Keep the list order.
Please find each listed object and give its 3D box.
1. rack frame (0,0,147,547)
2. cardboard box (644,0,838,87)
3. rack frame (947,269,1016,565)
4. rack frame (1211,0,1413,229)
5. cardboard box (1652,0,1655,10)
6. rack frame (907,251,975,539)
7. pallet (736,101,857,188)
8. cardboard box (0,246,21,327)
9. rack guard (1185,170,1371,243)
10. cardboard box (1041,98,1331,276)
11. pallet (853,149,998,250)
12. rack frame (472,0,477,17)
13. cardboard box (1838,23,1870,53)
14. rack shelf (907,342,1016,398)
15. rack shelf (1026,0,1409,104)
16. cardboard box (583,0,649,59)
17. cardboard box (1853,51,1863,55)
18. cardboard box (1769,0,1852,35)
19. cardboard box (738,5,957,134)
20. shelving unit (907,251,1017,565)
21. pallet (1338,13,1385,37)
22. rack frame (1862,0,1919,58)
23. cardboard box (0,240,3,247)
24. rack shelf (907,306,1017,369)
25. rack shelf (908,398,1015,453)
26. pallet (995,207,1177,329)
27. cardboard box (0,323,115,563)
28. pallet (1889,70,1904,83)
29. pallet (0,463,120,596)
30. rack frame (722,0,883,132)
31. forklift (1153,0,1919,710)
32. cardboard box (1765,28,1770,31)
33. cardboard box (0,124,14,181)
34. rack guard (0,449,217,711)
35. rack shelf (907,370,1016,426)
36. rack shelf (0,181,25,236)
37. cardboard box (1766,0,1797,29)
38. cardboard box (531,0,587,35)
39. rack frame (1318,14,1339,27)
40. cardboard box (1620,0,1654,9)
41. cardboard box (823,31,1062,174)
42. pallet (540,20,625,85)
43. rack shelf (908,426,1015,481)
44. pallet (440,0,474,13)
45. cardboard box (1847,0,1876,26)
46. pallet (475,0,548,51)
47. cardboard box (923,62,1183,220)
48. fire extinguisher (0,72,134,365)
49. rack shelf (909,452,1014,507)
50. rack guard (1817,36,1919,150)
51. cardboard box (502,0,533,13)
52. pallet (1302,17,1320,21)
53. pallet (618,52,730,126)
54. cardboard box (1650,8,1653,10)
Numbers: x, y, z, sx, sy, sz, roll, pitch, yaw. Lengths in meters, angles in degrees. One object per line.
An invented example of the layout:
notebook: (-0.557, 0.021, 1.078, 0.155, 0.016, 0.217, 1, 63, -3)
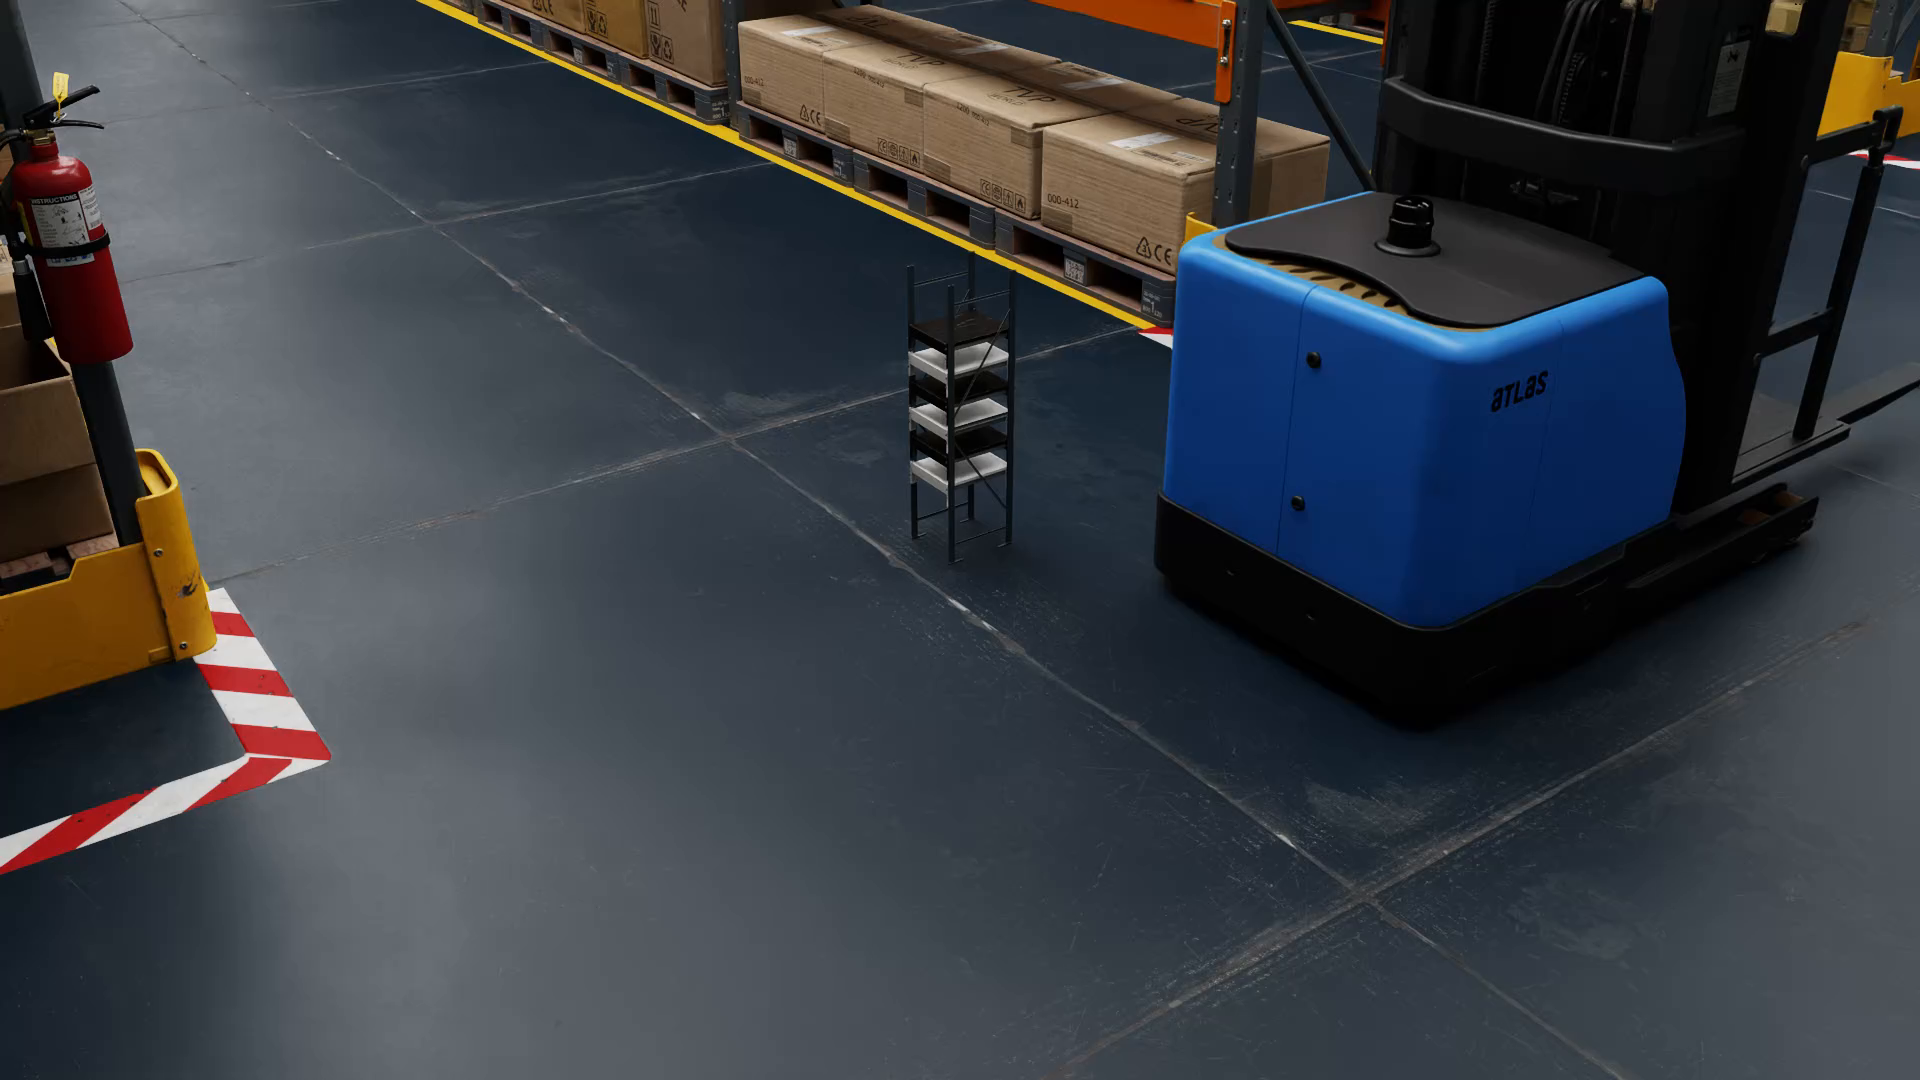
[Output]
rack frame: (-2.612, -0.890, 3.745, 1.000, 3.000, 0.127, -19, 34, -31)
cardboard box: (-1.316, -3.290, 9.951, 0.875, 0.875, 0.875, -18, 33, -29)
rack frame: (0.064, -0.353, 4.957, 0.240, 0.900, 0.006, -19, 34, -31)
rack frame: (1.429, -2.265, 6.278, 1.000, 3.000, 0.127, -19, 34, -31)
cardboard box: (4.438, -3.301, 10.109, 0.380, 0.149, 0.250, -20, 34, -33)
rack frame: (-0.054, -0.432, 5.102, 0.240, 0.900, 0.006, -19, 34, -31)
pallet: (-0.514, -2.278, 9.223, 1.003, 0.211, 1.213, -19, 34, -31)
cardboard box: (-3.354, -0.583, 5.359, 0.700, 0.500, 0.500, -17, 33, -29)
rack guard: (1.443, -1.157, 6.857, 1.175, 0.500, 0.348, -19, 34, -31)
cardboard box: (0.965, -1.553, 7.211, 0.875, 0.438, 0.875, -20, 34, -32)
pallet: (0.198, -1.803, 8.349, 1.003, 0.211, 1.213, -19, 34, -31)
rack frame: (-3.211, -5.375, 12.005, 1.000, 3.000, 0.127, -19, 34, -31)
cardboard box: (5.308, -3.012, 9.889, 0.380, 0.149, 0.250, -17, 33, -29)
rack shelf: (0.005, -0.521, 4.959, 0.258, 0.077, 0.200, -19, 34, -31)
rack shelf: (0.269, -2.727, 7.881, 1.077, 0.370, 4.000, -19, 34, -31)
cardboard box: (-1.846, -3.639, 10.594, 0.875, 0.875, 0.875, -18, 33, -29)
cardboard box: (5.359, -2.899, 9.992, 0.380, 0.149, 0.250, -18, 33, -30)
cardboard box: (4.889, -3.004, 9.562, 0.380, 0.149, 0.250, -18, 33, -30)
cardboard box: (-0.614, -2.605, 9.149, 0.875, 0.438, 0.875, -19, 34, -31)
shelving unit: (0.005, -0.392, 5.029, 0.258, 0.900, 0.210, -19, 34, -31)
pallet: (3.501, -3.753, 11.940, 1.003, 0.211, 1.213, -19, 34, -31)
rack frame: (5.403, -3.675, 8.874, 1.000, 3.000, 0.127, -19, 34, -31)
cardboard box: (-3.579, -0.816, 5.789, 0.500, 0.500, 0.500, -18, 33, -30)
rack shelf: (0.005, -0.600, 4.916, 0.258, 0.077, 0.200, -19, 34, -31)
rack shelf: (0.005, -0.363, 5.045, 0.258, 0.077, 0.200, -19, 34, -31)
pallet: (0.901, -1.329, 7.476, 1.003, 0.211, 1.213, -19, 34, -31)
cardboard box: (-2.890, -0.241, 4.727, 0.797, 0.503, 0.637, -20, 34, -33)
pallet: (4.916, -2.805, 10.193, 1.003, 0.211, 1.213, -19, 34, -31)
pallet: (-3.119, -0.003, 5.035, 1.003, 0.211, 1.213, -19, 34, -31)
rack frame: (-0.891, -3.820, 9.141, 1.000, 3.000, 0.127, -19, 34, -31)
forklift: (2.063, -1.399, 4.755, 3.031, 2.935, 1.130, -20, 34, -32)
cardboard box: (4.756, -2.980, 9.830, 0.380, 0.149, 0.250, -20, 34, -32)
cardboard box: (-2.579, -0.983, 4.180, 0.380, 0.149, 0.250, -19, 34, -31)
rack guard: (-2.656, 0.179, 4.396, 1.175, 0.500, 0.348, -19, 34, -31)
rack shelf: (0.005, -0.442, 5.002, 0.258, 0.077, 0.200, -19, 34, -31)
rack shelf: (-3.772, -1.351, 5.349, 1.077, 0.370, 4.000, -19, 34, -31)
cardboard box: (4.790, -3.117, 9.771, 0.380, 0.149, 0.250, -18, 33, -30)
cardboard box: (-2.364, -3.987, 11.234, 0.875, 0.875, 0.875, -18, 33, -30)
rack frame: (3.082, -5.230, 11.737, 1.000, 3.000, 0.127, -19, 34, -31)
cardboard box: (4.237, -3.390, 10.273, 0.380, 0.149, 0.250, -17, 33, -29)
cardboard box: (-0.095, -2.257, 8.508, 0.875, 0.438, 0.875, -20, 34, -32)
pallet: (-2.112, -3.349, 11.195, 1.003, 0.211, 1.213, -19, 34, -31)
rack shelf: (0.005, -0.284, 5.088, 0.258, 0.077, 0.200, -19, 34, -31)
pallet: (-3.664, -4.454, 13.230, 1.003, 0.211, 1.213, -19, 34, -31)
cardboard box: (5.375, -3.166, 9.860, 0.380, 0.149, 0.250, -21, 35, -33)
pallet: (-2.816, -3.823, 12.067, 1.003, 0.211, 1.213, -19, 34, -31)
cardboard box: (0.427, -1.906, 7.862, 0.875, 0.438, 0.875, -18, 33, -29)
fire extinguisher: (-2.150, -0.763, 3.983, 0.296, 0.674, 0.183, -19, 34, -31)
rack shelf: (0.005, -0.205, 5.131, 0.258, 0.077, 0.200, -19, 34, -31)
rack guard: (5.359, -2.606, 9.525, 1.175, 0.500, 0.348, -19, 34, -31)
cardboard box: (-2.878, -4.335, 11.875, 0.875, 0.875, 0.875, -19, 34, -31)
pallet: (2.630, -4.307, 12.959, 1.003, 0.211, 1.213, -19, 34, -31)
pallet: (-1.400, -2.874, 10.321, 1.003, 0.211, 1.213, -19, 34, -31)
cardboard box: (4.250, -3.263, 10.350, 0.380, 0.149, 0.250, -18, 33, -30)
